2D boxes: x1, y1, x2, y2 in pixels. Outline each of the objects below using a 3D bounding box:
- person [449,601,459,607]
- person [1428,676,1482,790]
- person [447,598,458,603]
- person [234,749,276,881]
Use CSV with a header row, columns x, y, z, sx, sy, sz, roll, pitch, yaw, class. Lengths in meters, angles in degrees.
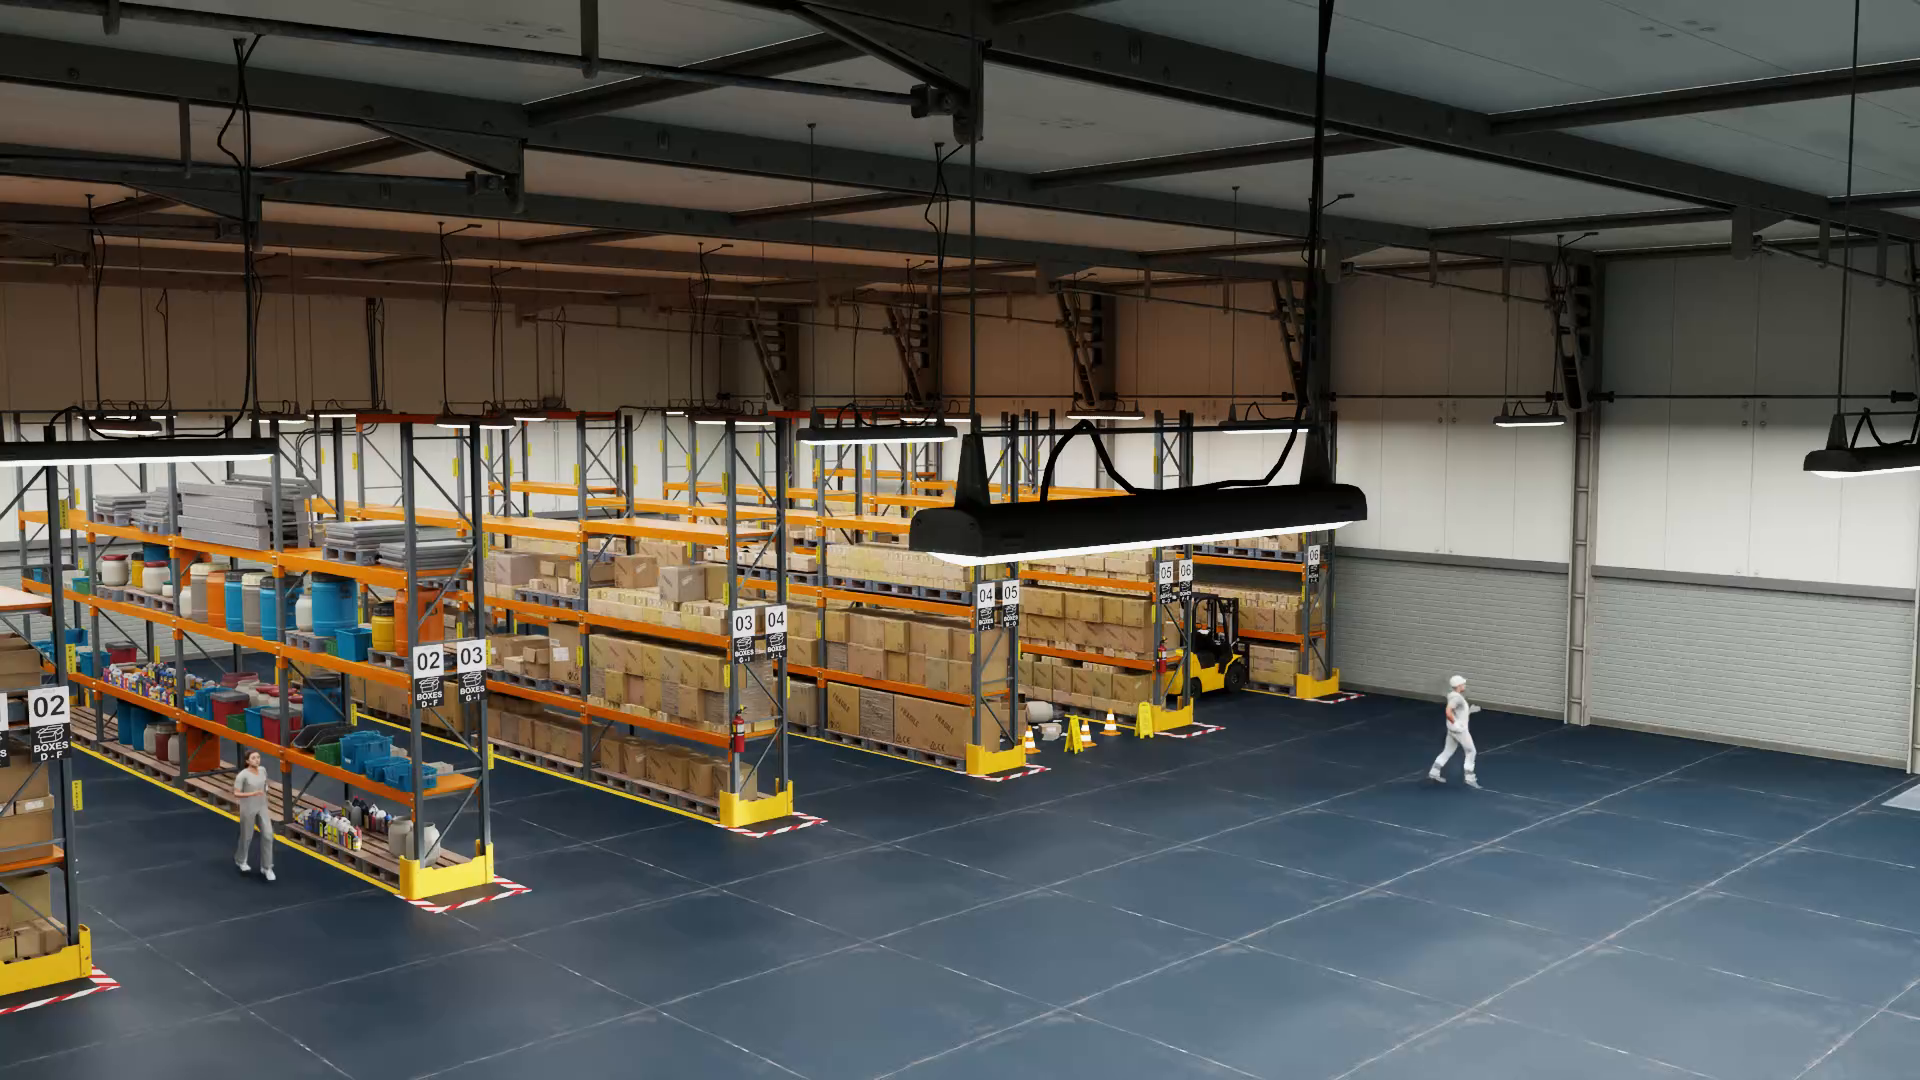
x,y,z,sx,sy,sz,roll,pitch,yaw,class
-11.569,2.226,37.925,0.578,1.721,0.850,-2,5,-21,person
8.001,3.100,26.802,0.826,1.839,0.650,0,5,-2,person
-12.119,2.107,39.540,0.638,1.615,0.744,4,6,36,person
-9.279,3.580,21.856,0.807,1.700,0.564,4,6,39,person
